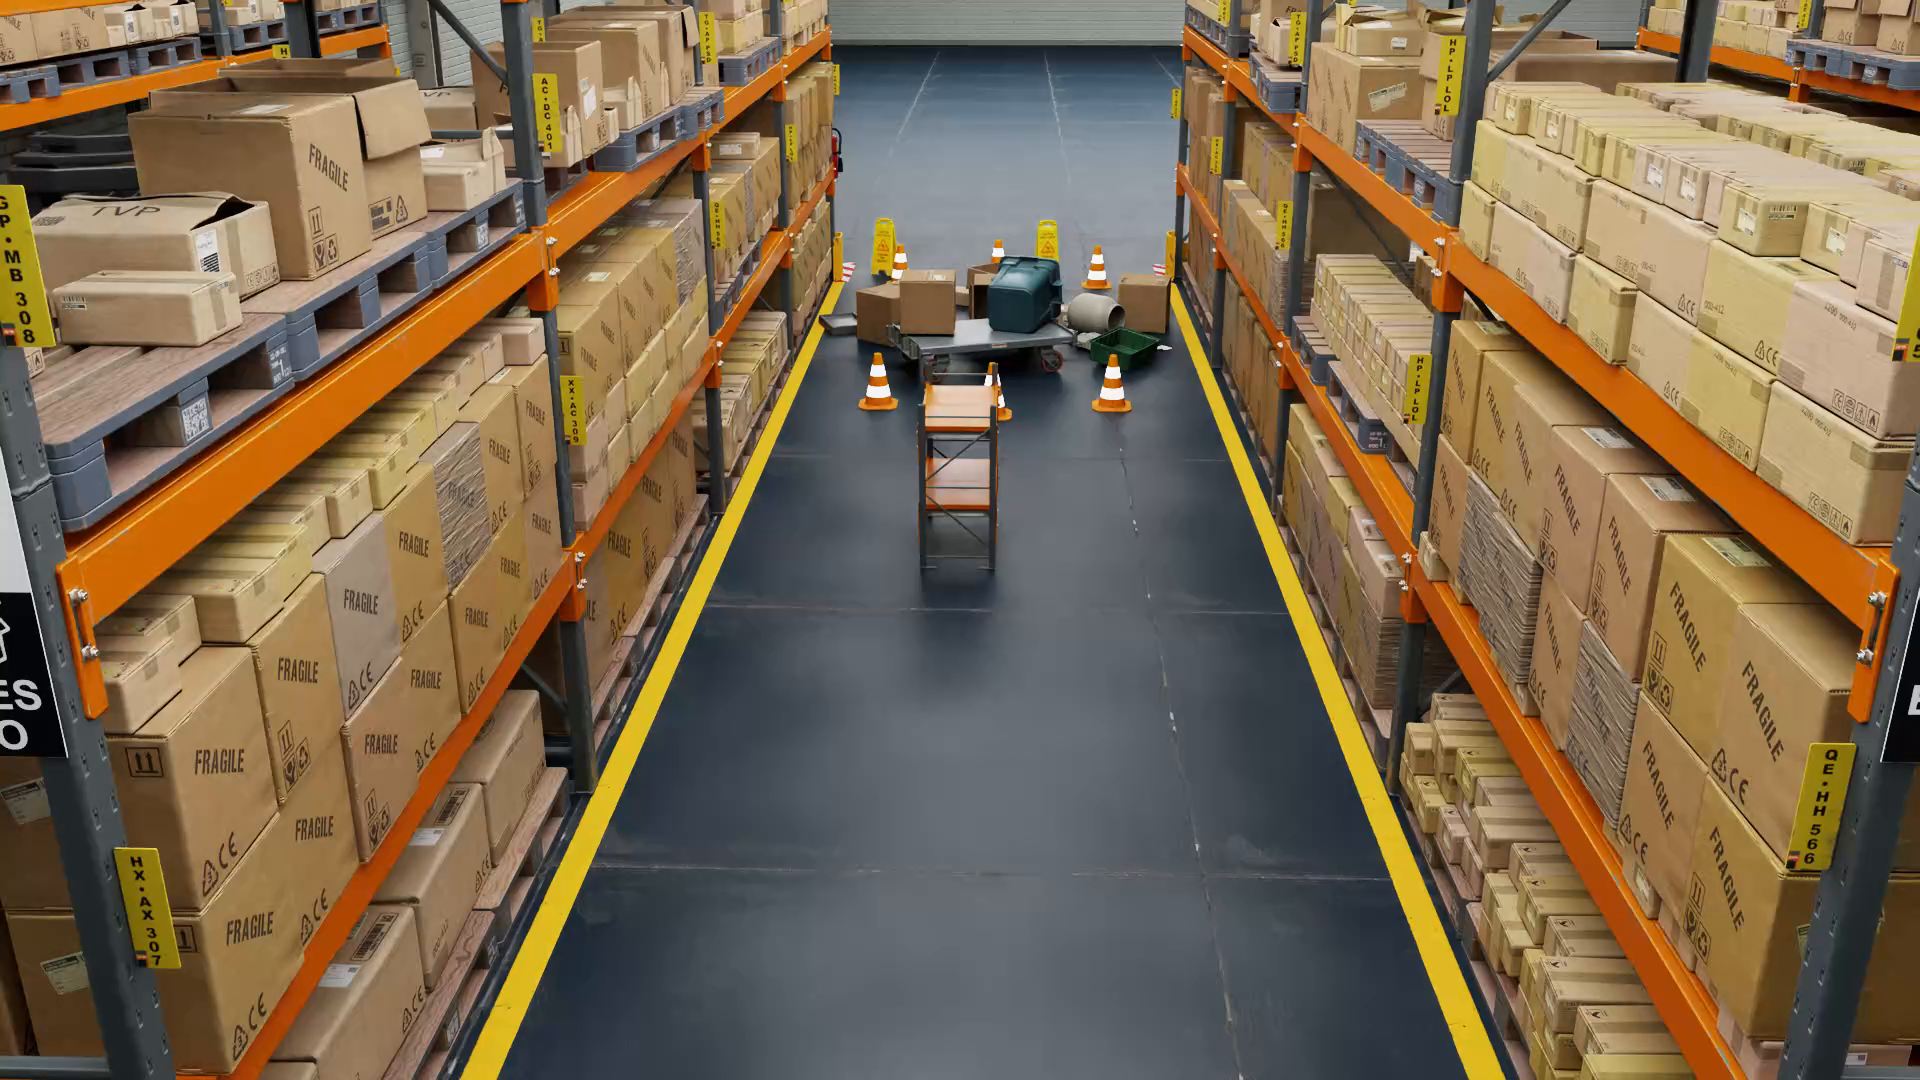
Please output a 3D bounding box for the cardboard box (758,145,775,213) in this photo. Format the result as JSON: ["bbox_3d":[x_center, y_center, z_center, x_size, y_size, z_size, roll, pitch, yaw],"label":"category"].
[{"bbox_3d":[-1.876,-3.081,14.192,0.500,0.500,0.500,1,21,2],"label":"cardboard box"}]

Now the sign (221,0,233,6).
[{"bbox_3d":[-6.496,-4.886,14.677,0.100,0.325,0.005,1,21,2],"label":"sign"}]

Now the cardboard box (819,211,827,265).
[{"bbox_3d":[-1.732,-3.277,18.012,0.500,0.500,0.500,1,21,4],"label":"cardboard box"}]

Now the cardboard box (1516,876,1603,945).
[{"bbox_3d":[2.340,1.405,6.300,0.380,0.149,0.250,1,21,2],"label":"cardboard box"}]

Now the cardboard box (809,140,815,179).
[{"bbox_3d":[-1.770,-3.936,16.977,0.500,0.500,0.500,1,21,2],"label":"cardboard box"}]

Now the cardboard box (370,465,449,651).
[{"bbox_3d":[-2.112,0.054,5.724,0.500,0.500,0.500,1,21,2],"label":"cardboard box"}]

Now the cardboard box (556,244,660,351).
[{"bbox_3d":[-2.005,-1.377,9.412,0.500,0.500,0.500,0,21,1],"label":"cardboard box"}]

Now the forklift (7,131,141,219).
[{"bbox_3d":[-4.924,-1.072,10.241,1.130,2.935,3.031,-6,22,-16],"label":"forklift"}]

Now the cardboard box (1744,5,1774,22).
[{"bbox_3d":[7.634,-4.955,15.661,0.380,0.149,0.250,1,21,4],"label":"cardboard box"}]

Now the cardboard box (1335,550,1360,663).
[{"bbox_3d":[2.417,0.376,9.289,0.500,0.500,0.500,0,21,0],"label":"cardboard box"}]

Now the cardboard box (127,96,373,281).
[{"bbox_3d":[-2.231,-1.125,5.277,0.500,0.500,0.500,1,21,3],"label":"cardboard box"}]

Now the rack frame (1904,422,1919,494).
[{"bbox_3d":[2.509,-1.489,2.926,1.000,3.000,0.127,1,21,2],"label":"rack frame"}]

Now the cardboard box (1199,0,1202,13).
[{"bbox_3d":[2.626,-5.424,16.843,0.380,0.149,0.250,0,21,1],"label":"cardboard box"}]

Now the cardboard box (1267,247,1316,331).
[{"bbox_3d":[2.497,-1.797,11.875,0.500,0.500,0.500,1,21,2],"label":"cardboard box"}]

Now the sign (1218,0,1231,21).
[{"bbox_3d":[2.319,-4.713,14.557,0.100,0.325,0.005,1,21,2],"label":"sign"}]

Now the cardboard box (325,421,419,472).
[{"bbox_3d":[-2.106,-0.306,5.753,0.380,0.149,0.250,1,21,2],"label":"cardboard box"}]

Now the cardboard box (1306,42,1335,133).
[{"bbox_3d":[2.469,-2.826,10.380,0.500,0.500,0.500,1,21,2],"label":"cardboard box"}]

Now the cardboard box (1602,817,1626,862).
[{"bbox_3d":[2.296,0.936,5.316,0.380,0.149,0.250,0,21,-1],"label":"cardboard box"}]

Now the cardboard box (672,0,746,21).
[{"bbox_3d":[-1.977,-4.226,13.062,0.500,0.250,0.500,1,21,3],"label":"cardboard box"}]

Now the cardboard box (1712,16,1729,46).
[{"bbox_3d":[7.638,-4.989,16.301,0.500,0.250,0.500,1,21,3],"label":"cardboard box"}]

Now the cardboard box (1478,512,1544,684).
[{"bbox_3d":[2.304,0.214,6.282,0.500,0.500,0.500,0,21,0],"label":"cardboard box"}]

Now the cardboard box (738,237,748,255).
[{"bbox_3d":[-1.906,-2.380,13.284,0.380,0.149,0.250,1,21,3],"label":"cardboard box"}]

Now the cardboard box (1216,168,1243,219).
[{"bbox_3d":[2.873,-3.234,15.510,0.875,0.550,0.550,1,21,2],"label":"cardboard box"}]

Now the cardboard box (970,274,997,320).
[{"bbox_3d":[0.501,-2.393,16.814,0.797,0.637,0.503,1,21,2],"label":"cardboard box"}]

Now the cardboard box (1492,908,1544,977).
[{"bbox_3d":[2.263,1.541,6.360,0.380,0.149,0.250,1,21,2],"label":"cardboard box"}]

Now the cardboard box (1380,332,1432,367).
[{"bbox_3d":[2.483,-1.016,8.945,0.380,0.149,0.250,0,21,0],"label":"cardboard box"}]

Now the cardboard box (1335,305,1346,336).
[{"bbox_3d":[2.518,-1.343,10.200,0.380,0.149,0.250,1,21,2],"label":"cardboard box"}]

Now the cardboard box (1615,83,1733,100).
[{"bbox_3d":[2.894,-1.770,6.761,0.380,0.149,0.250,0,21,-1],"label":"cardboard box"}]

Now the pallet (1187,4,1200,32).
[{"bbox_3d":[2.983,-5.566,17.702,1.003,0.211,1.213,1,21,2],"label":"pallet"}]

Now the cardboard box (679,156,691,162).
[{"bbox_3d":[-2.375,-3.172,13.531,0.380,0.149,0.250,2,21,5],"label":"cardboard box"}]

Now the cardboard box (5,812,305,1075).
[{"bbox_3d":[-2.141,1.073,4.478,0.500,0.500,0.500,0,21,1],"label":"cardboard box"}]

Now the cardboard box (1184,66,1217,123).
[{"bbox_3d":[2.945,-4.917,18.353,0.875,0.550,0.550,1,21,2],"label":"cardboard box"}]

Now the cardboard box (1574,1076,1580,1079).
[{"bbox_3d":[2.311,1.971,5.664,0.380,0.149,0.250,1,21,2],"label":"cardboard box"}]

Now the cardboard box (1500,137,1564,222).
[{"bbox_3d":[2.356,-1.348,6.226,0.500,0.250,0.500,1,21,1],"label":"cardboard box"}]

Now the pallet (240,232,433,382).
[{"bbox_3d":[-2.396,-0.778,5.362,1.003,0.211,1.213,1,21,2],"label":"pallet"}]

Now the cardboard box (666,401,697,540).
[{"bbox_3d":[-2.303,-0.559,11.179,0.875,0.875,0.875,0,21,1],"label":"cardboard box"}]

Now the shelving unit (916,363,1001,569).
[{"bbox_3d":[0.000,-0.522,11.319,0.538,1.125,1.048,1,21,2],"label":"shelving unit"}]

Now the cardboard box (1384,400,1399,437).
[{"bbox_3d":[2.469,-0.637,8.791,0.380,0.149,0.250,0,21,-1],"label":"cardboard box"}]

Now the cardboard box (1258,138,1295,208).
[{"bbox_3d":[2.835,-2.995,13.581,0.700,0.500,0.500,1,21,2],"label":"cardboard box"}]

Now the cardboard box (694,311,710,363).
[{"bbox_3d":[-1.955,-1.347,11.060,0.500,0.250,0.500,0,21,0],"label":"cardboard box"}]

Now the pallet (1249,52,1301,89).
[{"bbox_3d":[2.750,-3.533,12.601,1.003,0.211,1.213,2,21,4],"label":"pallet"}]

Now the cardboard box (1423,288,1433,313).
[{"bbox_3d":[3.186,-1.522,10.659,0.380,0.149,0.250,1,21,4],"label":"cardboard box"}]

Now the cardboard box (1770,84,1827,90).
[{"bbox_3d":[8.125,-4.113,16.050,0.500,0.500,0.500,1,21,2],"label":"cardboard box"}]

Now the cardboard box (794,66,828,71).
[{"bbox_3d":[-1.776,-4.776,17.760,0.700,0.500,0.500,1,21,2],"label":"cardboard box"}]

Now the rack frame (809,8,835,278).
[{"bbox_3d":[-1.956,-4.495,18.967,1.000,3.000,0.127,1,21,2],"label":"rack frame"}]

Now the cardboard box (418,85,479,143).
[{"bbox_3d":[-2.504,-2.030,8.009,0.500,0.311,0.500,1,21,2],"label":"cardboard box"}]

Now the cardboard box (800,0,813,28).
[{"bbox_3d":[-1.742,-5.222,16.490,0.500,0.250,0.500,1,21,2],"label":"cardboard box"}]

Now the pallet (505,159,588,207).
[{"bbox_3d":[-2.342,-1.797,8.132,0.805,0.209,1.217,0,21,-1],"label":"pallet"}]

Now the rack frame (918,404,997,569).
[{"bbox_3d":[-0.016,-0.338,10.845,0.500,1.125,0.032,1,21,2],"label":"rack frame"}]

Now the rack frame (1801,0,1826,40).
[{"bbox_3d":[7.828,-5.736,13.873,1.000,3.000,0.127,1,21,2],"label":"rack frame"}]

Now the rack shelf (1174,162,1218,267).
[{"bbox_3d":[2.934,-3.418,17.187,1.077,0.370,4.000,1,21,2],"label":"rack shelf"}]

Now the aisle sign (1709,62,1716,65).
[{"bbox_3d":[8.252,-5.617,18.265,0.394,0.787,0.004,1,21,2],"label":"aisle sign"}]

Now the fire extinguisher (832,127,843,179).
[{"bbox_3d":[-1.491,-4.495,19.074,0.296,0.674,0.183,1,21,2],"label":"fire extinguisher"}]

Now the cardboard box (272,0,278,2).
[{"bbox_3d":[-6.690,-5.213,16.139,0.396,0.266,0.258,0,21,0],"label":"cardboard box"}]

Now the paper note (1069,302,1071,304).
[{"bbox_3d":[1.252,-2.559,18.084,0.144,0.017,0.142,8,23,20],"label":"paper note"}]

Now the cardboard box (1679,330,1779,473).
[{"bbox_3d":[2.266,-0.372,4.403,0.500,0.250,0.500,1,21,2],"label":"cardboard box"}]

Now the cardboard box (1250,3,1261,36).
[{"bbox_3d":[2.606,-4.393,14.025,0.258,0.266,0.396,0,21,1],"label":"cardboard box"}]

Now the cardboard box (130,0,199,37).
[{"bbox_3d":[-6.817,-4.437,14.075,0.500,0.311,0.500,0,21,0],"label":"cardboard box"}]
